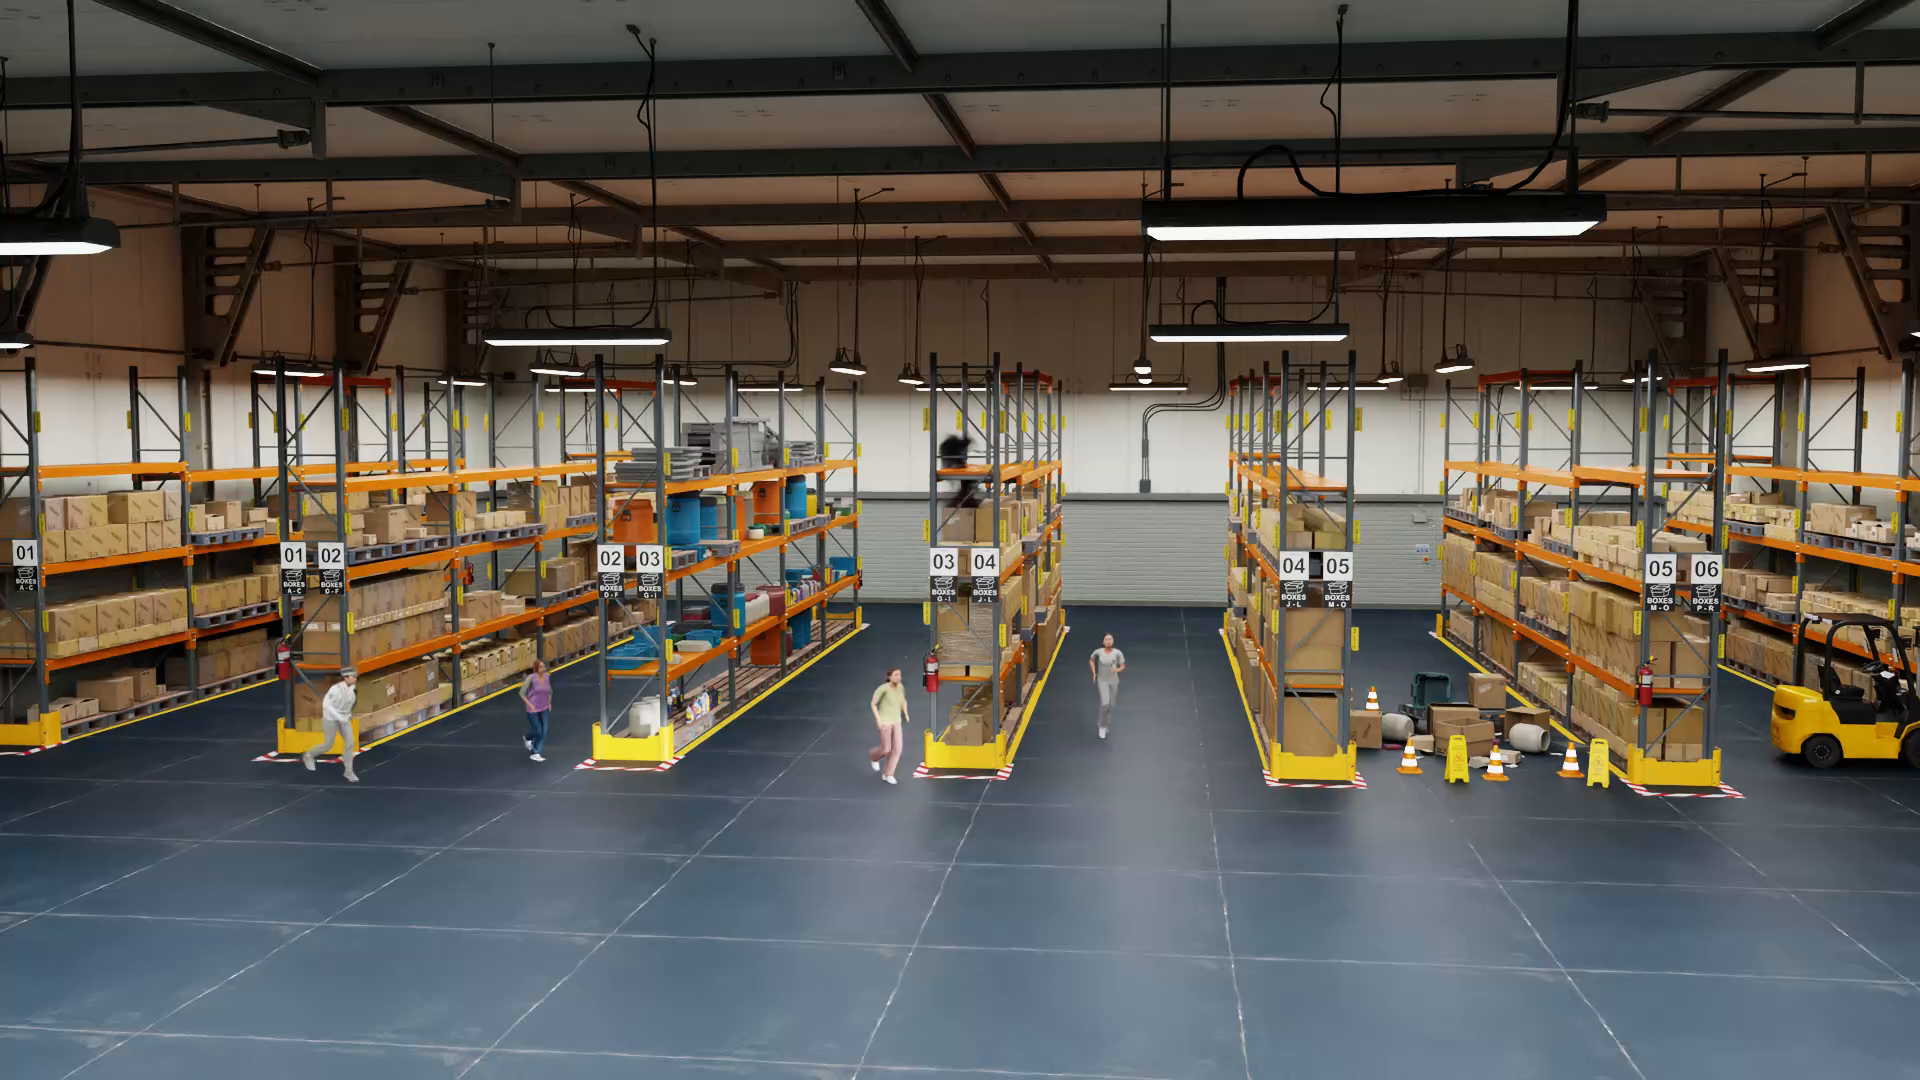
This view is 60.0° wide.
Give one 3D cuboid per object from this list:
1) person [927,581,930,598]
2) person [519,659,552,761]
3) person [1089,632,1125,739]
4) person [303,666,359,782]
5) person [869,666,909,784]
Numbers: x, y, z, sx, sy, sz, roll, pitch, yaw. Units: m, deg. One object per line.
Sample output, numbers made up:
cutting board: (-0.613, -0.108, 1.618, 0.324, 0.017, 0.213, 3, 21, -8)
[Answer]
person: (-0.388, 1.466, 38.560, 0.730, 1.583, 0.899, 2, 4, 21)
person: (-6.310, 2.509, 24.693, 0.519, 1.519, 0.559, -4, 5, -41)
person: (2.350, 2.299, 26.403, 0.527, 1.678, 0.689, 0, 4, -7)
person: (-8.836, 2.570, 23.379, 0.965, 1.632, 0.645, 1, 4, 17)
person: (-1.046, 2.559, 23.357, 0.599, 1.628, 0.701, -3, 5, -39)
